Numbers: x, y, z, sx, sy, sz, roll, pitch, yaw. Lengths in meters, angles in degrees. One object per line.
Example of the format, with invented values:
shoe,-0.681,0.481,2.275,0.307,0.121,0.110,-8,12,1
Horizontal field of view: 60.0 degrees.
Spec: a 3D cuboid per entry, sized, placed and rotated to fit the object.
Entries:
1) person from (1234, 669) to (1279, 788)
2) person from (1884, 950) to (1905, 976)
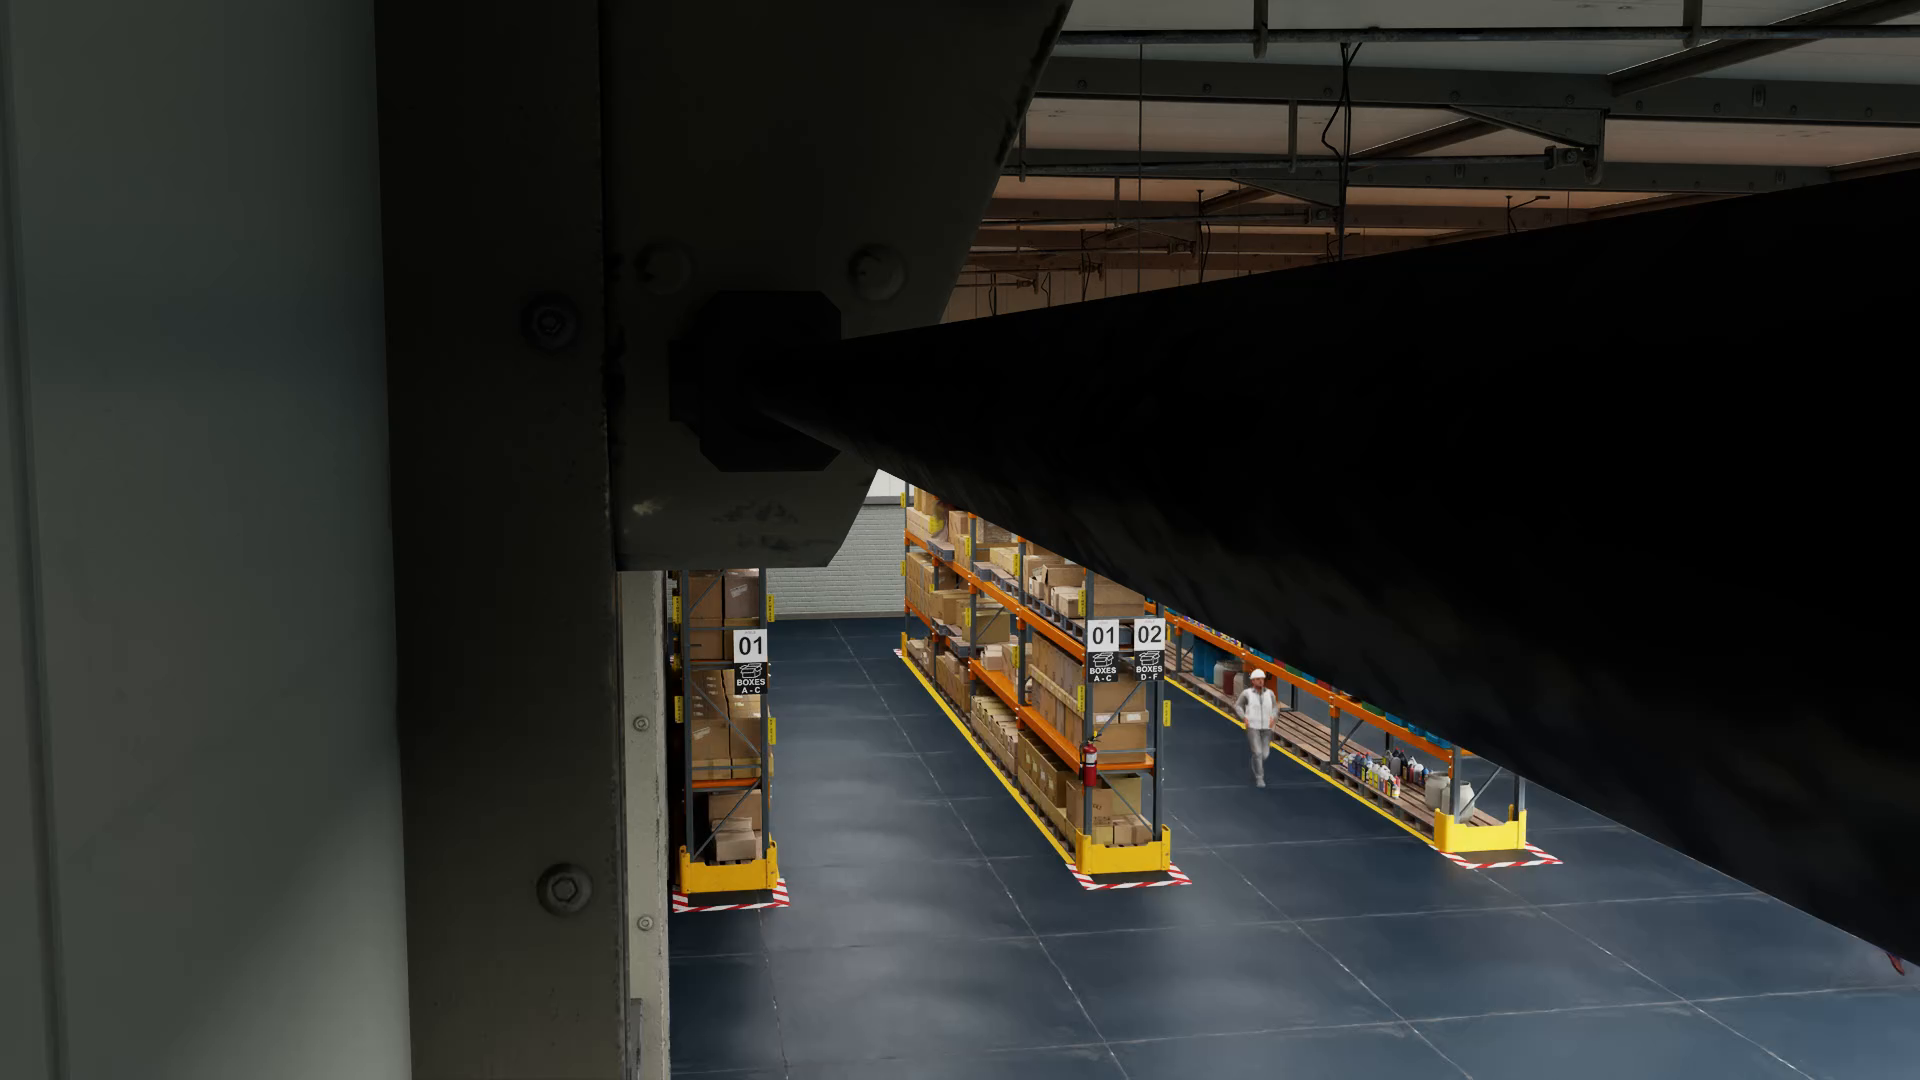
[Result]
person,4.527,2.835,25.344,0.673,1.753,0.789,-1,6,-9
person,9.838,3.800,16.820,0.777,1.637,0.589,1,6,13
